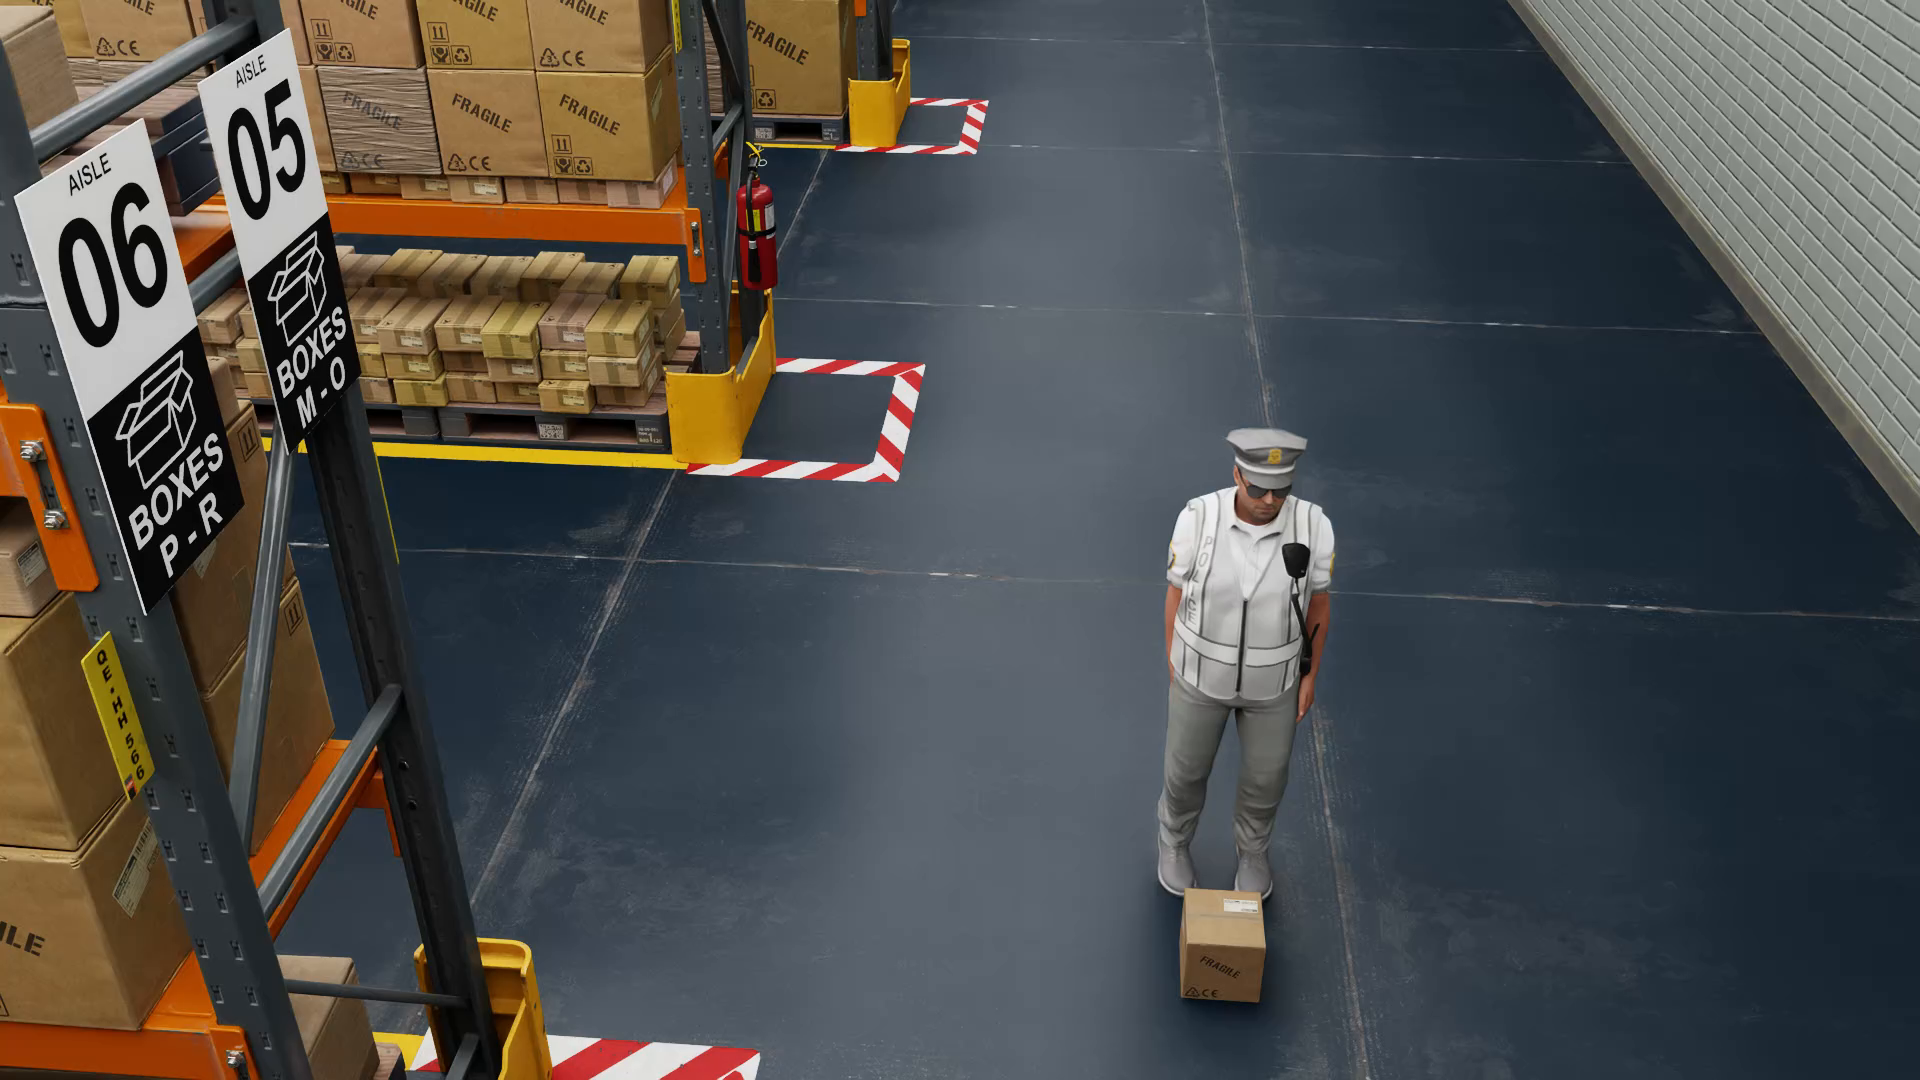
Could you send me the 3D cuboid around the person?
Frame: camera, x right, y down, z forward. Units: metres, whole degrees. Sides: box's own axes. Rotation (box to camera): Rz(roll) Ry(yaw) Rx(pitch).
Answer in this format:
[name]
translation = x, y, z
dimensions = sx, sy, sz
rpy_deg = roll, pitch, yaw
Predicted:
[person]
translation = 0.921, 0.429, 5.443
dimensions = 0.528, 1.756, 0.393
rpy_deg = 3, 32, 5
